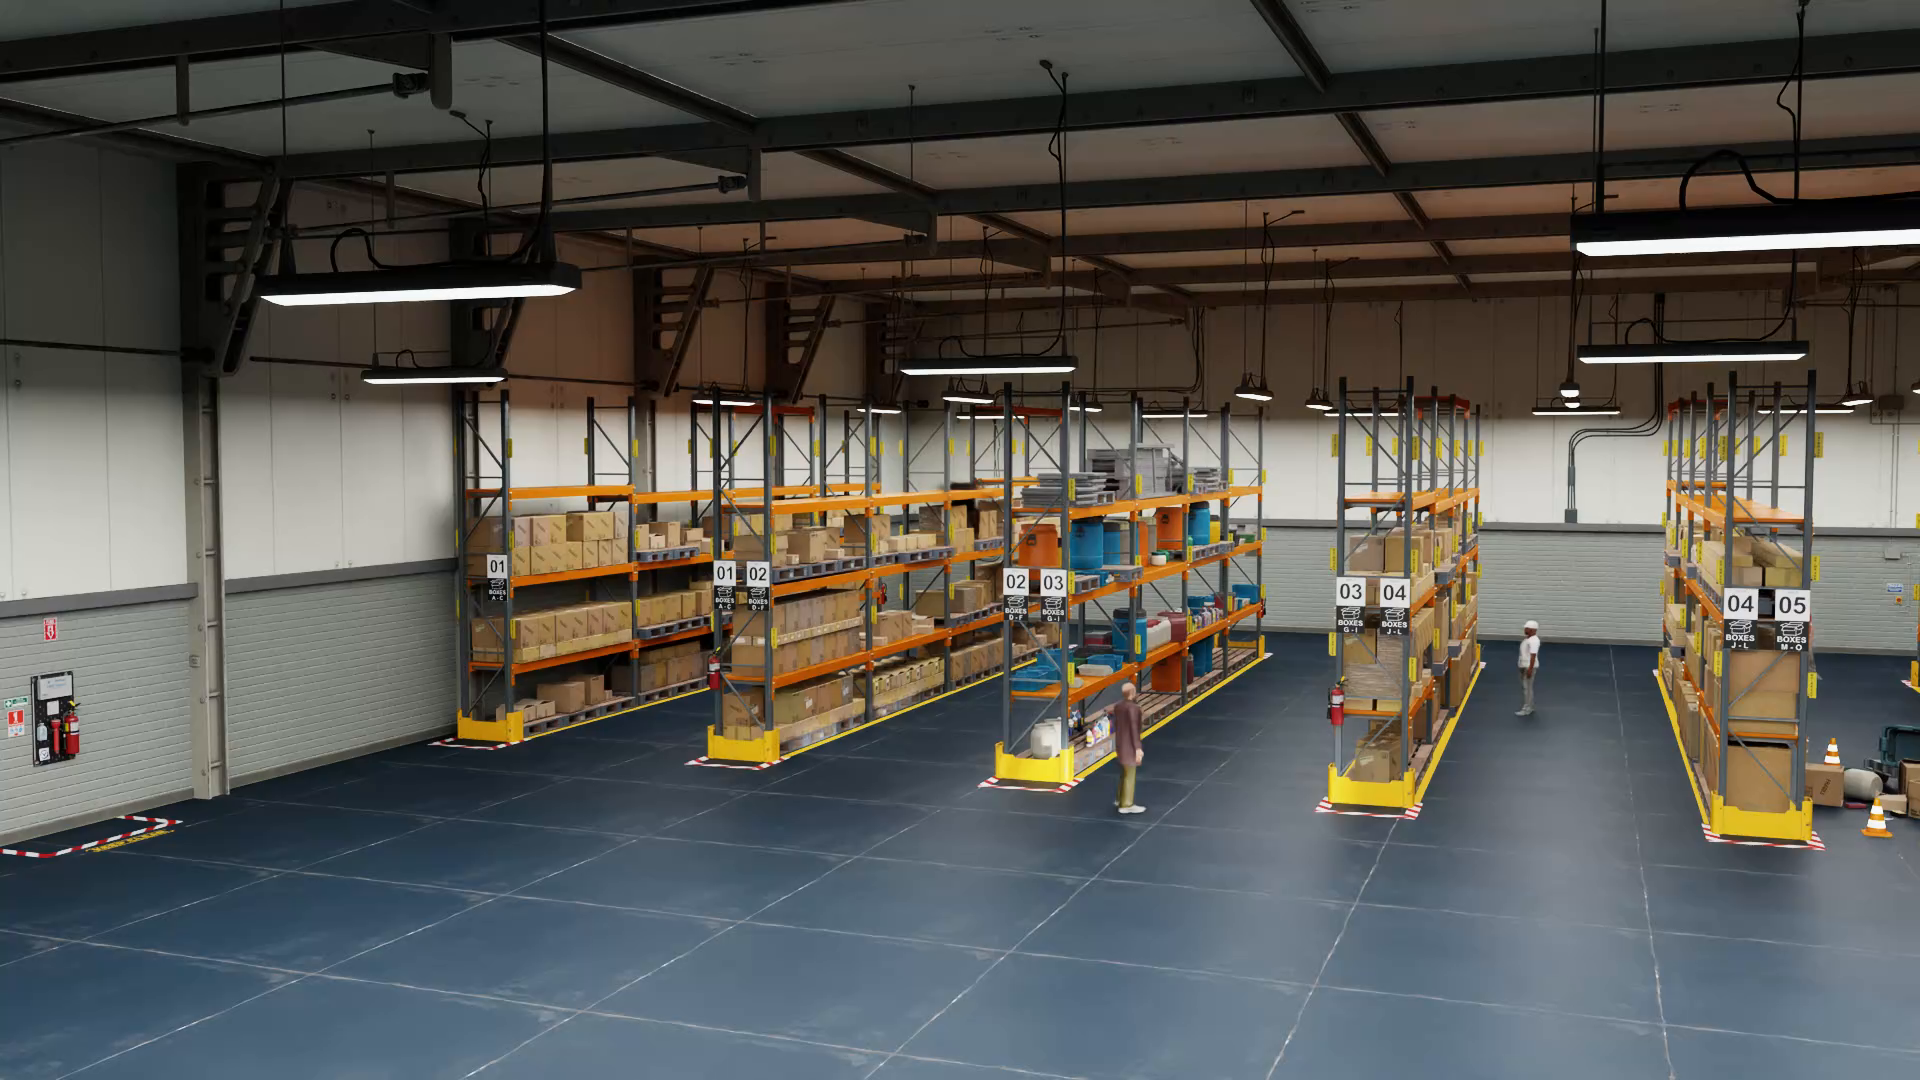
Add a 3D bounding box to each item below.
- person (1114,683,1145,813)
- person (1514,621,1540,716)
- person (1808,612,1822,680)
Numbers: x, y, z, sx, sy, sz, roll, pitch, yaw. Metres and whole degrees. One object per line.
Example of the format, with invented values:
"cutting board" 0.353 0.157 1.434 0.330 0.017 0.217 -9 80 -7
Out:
"person" 2.367 2.875 22.874 0.427 1.823 0.661 -1 3 -18
"person" 10.668 2.404 31.334 0.565 1.766 0.576 -1 3 -12
"person" 18.426 2.146 36.306 0.749 1.747 0.380 2 4 28
